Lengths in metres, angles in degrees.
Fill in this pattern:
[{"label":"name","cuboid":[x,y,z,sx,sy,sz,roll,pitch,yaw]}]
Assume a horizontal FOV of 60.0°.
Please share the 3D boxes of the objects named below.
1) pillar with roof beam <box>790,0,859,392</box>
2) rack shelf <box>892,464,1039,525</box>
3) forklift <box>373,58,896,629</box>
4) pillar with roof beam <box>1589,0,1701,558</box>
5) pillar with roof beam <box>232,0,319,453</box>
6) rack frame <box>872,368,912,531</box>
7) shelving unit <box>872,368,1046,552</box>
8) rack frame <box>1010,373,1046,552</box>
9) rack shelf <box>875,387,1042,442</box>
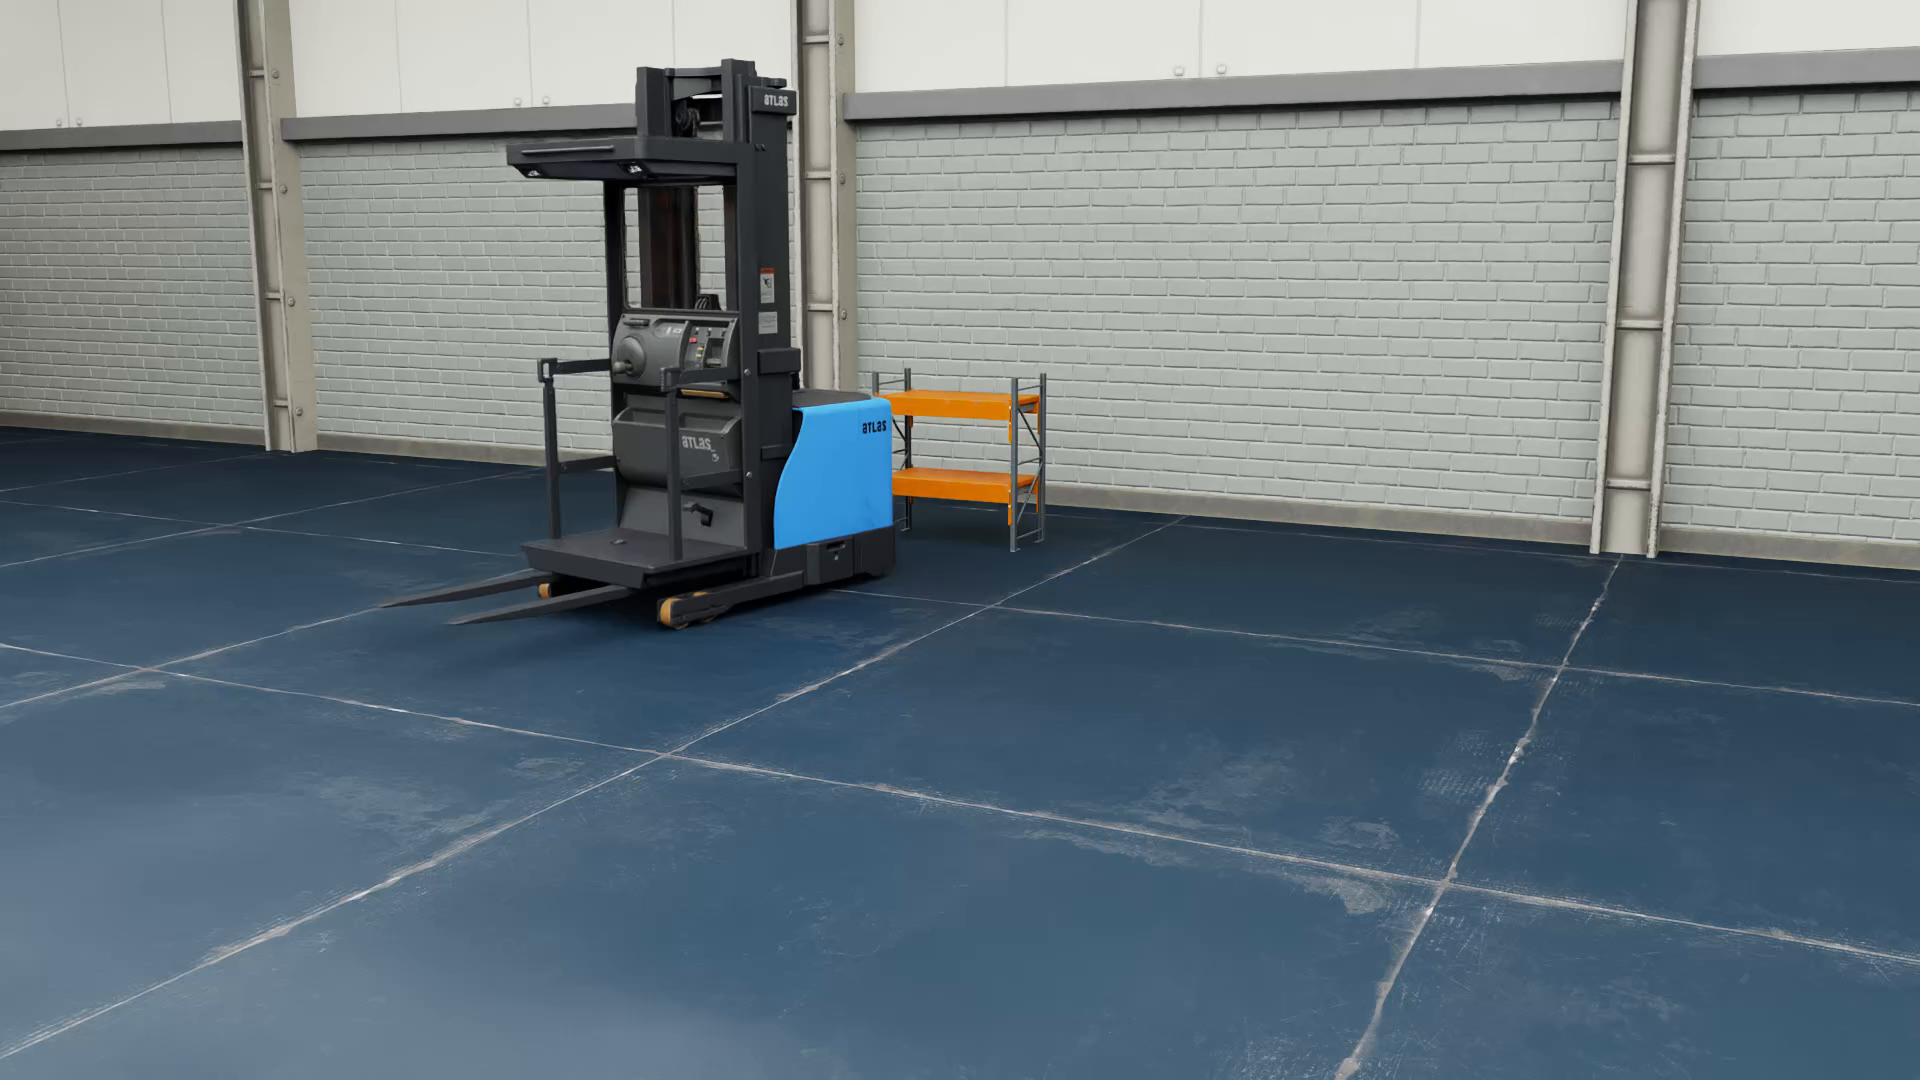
[{"label":"pillar with roof beam","cuboid":[-2.961,-4.139,8.833,0.400,9.000,9.100,5,11,26]},{"label":"rack shelf","cuboid":[-0.006,-0.313,11.177,1.000,0.278,0.538,5,11,26]},{"label":"forklift","cuboid":[-1.697,-1.077,8.949,1.130,2.935,3.031,8,13,38]},{"label":"pillar with roof beam","cuboid":[2.419,-3.667,6.221,0.400,9.000,9.100,5,11,26]},{"label":"pillar with roof beam","cuboid":[-8.342,-4.612,11.446,0.400,9.000,9.100,5,11,26]},{"label":"rack frame","cuboid":[-0.462,-0.594,11.354,0.032,1.125,0.500,5,11,26]},{"label":"shelving unit","cuboid":[-0.006,-0.554,11.133,1.048,1.125,0.538,5,11,26]},{"label":"rack frame","cuboid":[0.450,-0.514,10.912,0.032,1.125,0.500,5,11,26]},{"label":"rack shelf","cuboid":[-0.006,-0.842,11.081,1.000,0.278,0.538,5,11,26]}]
